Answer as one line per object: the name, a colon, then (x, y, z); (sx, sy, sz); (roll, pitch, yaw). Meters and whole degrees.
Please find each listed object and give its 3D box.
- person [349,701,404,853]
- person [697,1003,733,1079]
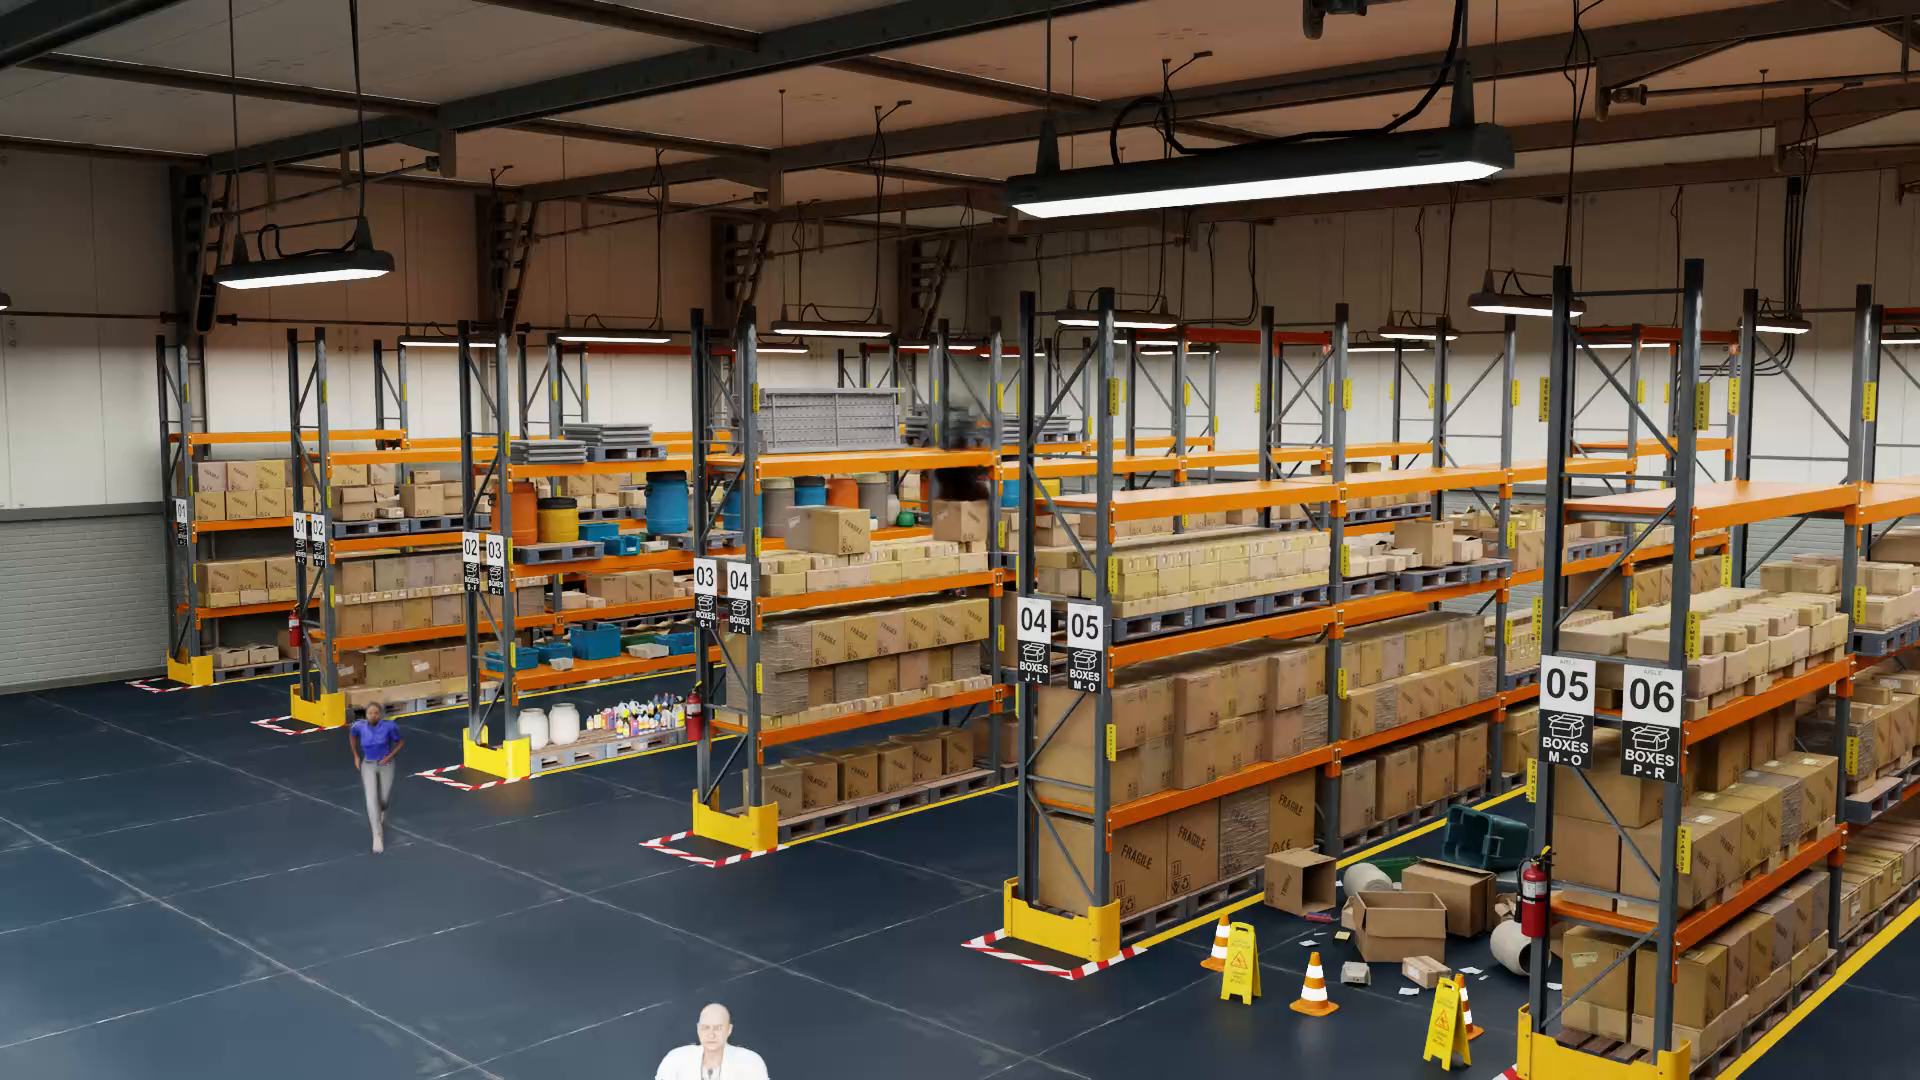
person: (-6.571, 2.655, 18.775); (0.581, 1.553, 1.042); (-2, 6, -20)
person: (-1.367, 3.478, 9.120); (0.659, 1.660, 0.641); (0, 5, -3)
